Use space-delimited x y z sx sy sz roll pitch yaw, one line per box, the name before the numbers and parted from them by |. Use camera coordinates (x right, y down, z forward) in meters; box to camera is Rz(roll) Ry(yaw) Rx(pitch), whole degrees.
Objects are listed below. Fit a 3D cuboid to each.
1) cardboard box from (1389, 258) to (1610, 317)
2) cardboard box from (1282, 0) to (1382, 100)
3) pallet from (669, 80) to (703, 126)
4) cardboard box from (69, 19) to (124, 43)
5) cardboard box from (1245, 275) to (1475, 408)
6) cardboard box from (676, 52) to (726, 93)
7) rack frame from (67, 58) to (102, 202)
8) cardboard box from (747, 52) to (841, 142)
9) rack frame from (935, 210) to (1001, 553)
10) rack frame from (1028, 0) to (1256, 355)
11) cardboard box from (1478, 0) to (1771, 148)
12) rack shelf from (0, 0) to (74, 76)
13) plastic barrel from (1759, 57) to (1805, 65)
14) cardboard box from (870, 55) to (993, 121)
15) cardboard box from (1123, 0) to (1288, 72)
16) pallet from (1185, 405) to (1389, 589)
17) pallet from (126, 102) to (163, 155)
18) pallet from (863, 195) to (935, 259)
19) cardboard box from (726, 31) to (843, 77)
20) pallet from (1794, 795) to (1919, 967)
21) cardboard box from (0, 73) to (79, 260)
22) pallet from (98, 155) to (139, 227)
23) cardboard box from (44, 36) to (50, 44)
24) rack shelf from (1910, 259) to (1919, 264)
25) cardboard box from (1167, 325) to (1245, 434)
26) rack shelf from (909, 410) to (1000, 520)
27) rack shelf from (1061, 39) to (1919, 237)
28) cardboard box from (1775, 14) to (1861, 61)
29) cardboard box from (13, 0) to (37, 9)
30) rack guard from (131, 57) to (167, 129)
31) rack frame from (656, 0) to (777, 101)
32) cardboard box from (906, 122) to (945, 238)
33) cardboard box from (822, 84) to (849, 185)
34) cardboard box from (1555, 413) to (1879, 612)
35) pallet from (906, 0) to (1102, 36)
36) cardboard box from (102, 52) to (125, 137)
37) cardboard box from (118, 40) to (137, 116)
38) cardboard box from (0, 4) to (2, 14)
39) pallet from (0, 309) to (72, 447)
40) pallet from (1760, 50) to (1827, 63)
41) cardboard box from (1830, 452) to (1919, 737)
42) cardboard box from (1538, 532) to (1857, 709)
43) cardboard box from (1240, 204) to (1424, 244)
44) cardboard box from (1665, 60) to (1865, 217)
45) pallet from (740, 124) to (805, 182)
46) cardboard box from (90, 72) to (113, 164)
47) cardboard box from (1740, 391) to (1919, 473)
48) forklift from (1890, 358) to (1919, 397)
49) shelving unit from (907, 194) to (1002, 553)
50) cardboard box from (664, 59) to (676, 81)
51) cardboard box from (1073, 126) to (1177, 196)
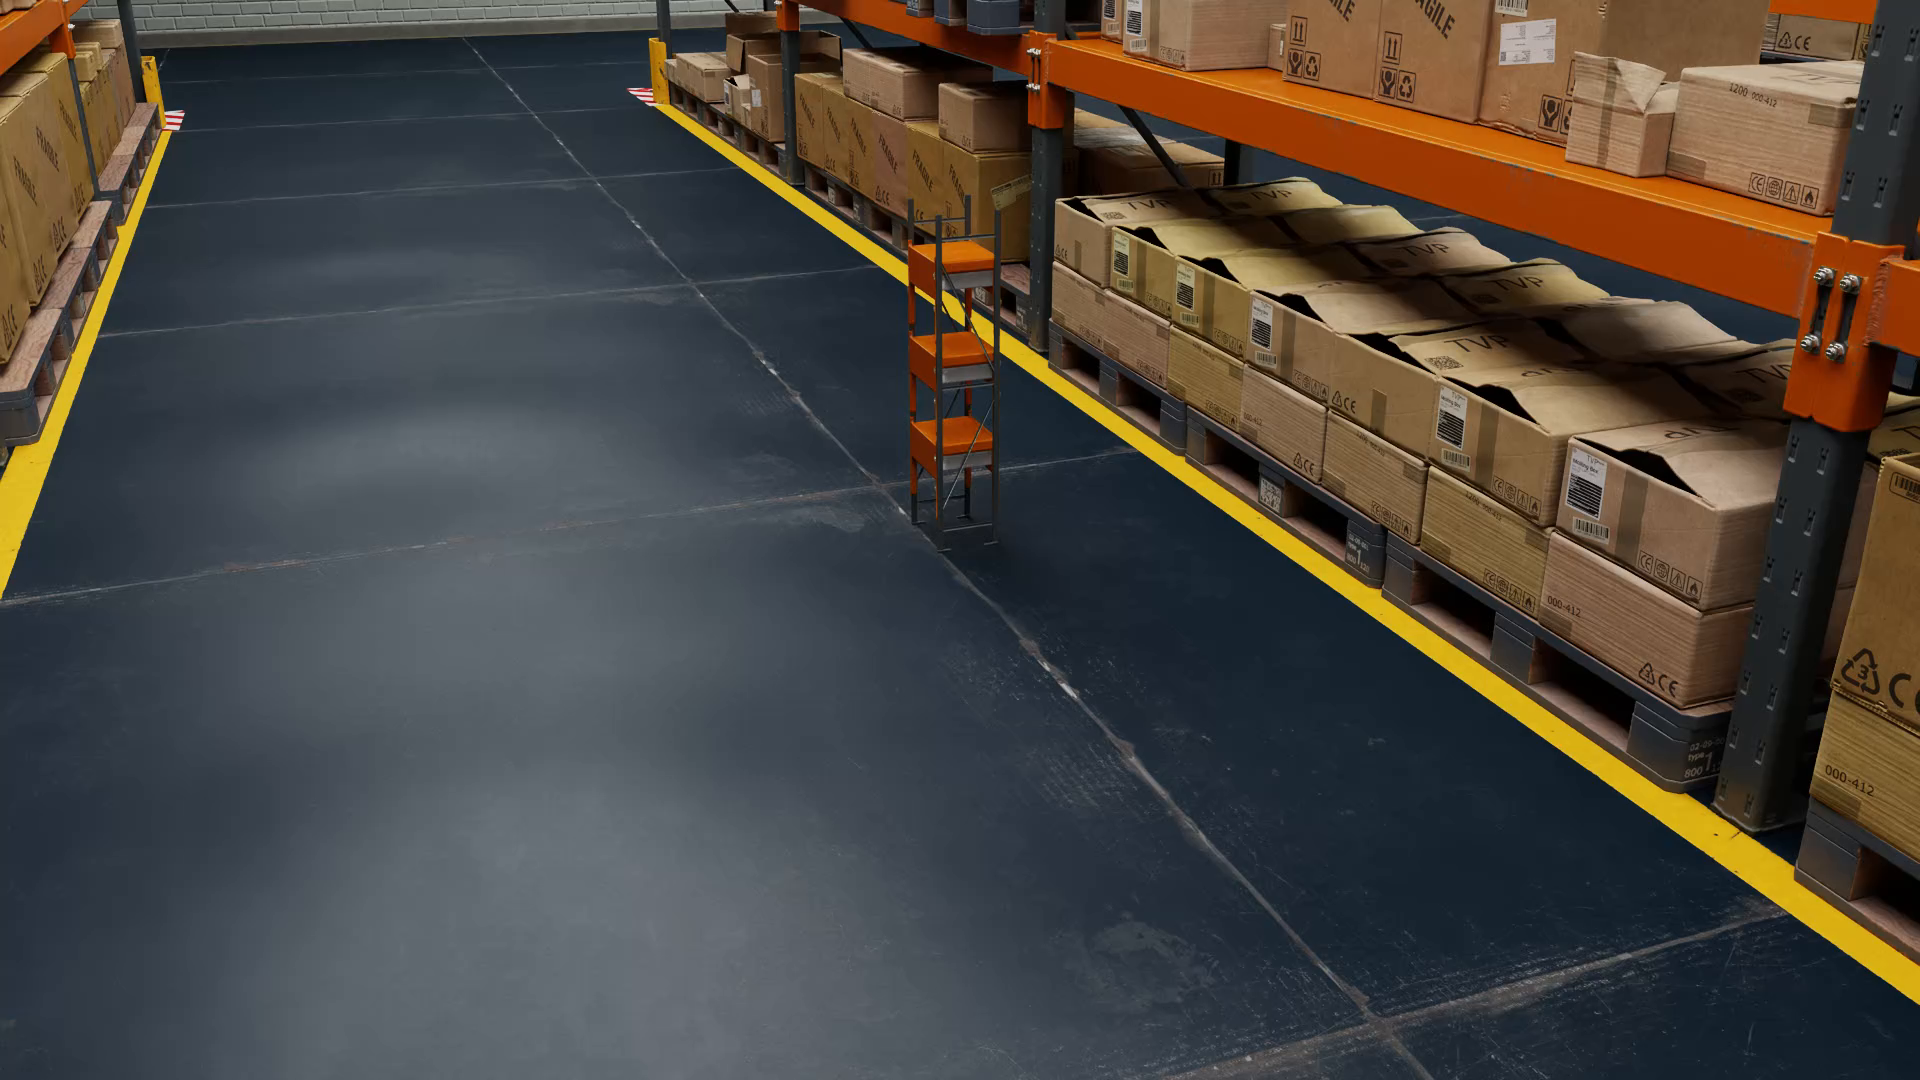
cardboard box | 1.742 -0.741 5.424 0.500 0.311 0.500 -8 24 -18
cardboard box | 1.395 -1.706 5.306 0.500 0.500 0.500 -10 25 -22
pallet | -1.730 -3.571 13.452 1.003 0.211 1.213 -8 24 -19
cardboard box | -6.116 -3.571 11.703 0.380 0.149 0.250 -9 24 -20
cardboard box | 1.250 -0.659 5.229 0.500 0.311 0.500 -9 24 -20
cardboard box | -1.936 -3.691 13.119 0.500 0.250 0.500 -8 24 -19
rack frame | -5.260 -3.039 8.599 1.000 3.000 0.127 -8 24 -19
cardboard box | -1.093 -2.939 11.014 0.500 0.500 0.500 -8 24 -19
rack frame | 0.024 -0.459 4.987 0.200 1.050 0.008 -8 24 -19
rack frame | 0.787 -2.267 6.766 1.000 3.000 0.127 -8 24 -19
cardboard box | 1.757 -1.332 4.420 0.500 0.500 0.500 -7 24 -15
rack shelf | -4.553 -1.981 7.014 1.077 0.370 4.000 -8 24 -19
plastic barrel | 4.834 -2.613 10.152 0.600 0.588 0.708 -8 24 -19
cardboard box | -0.153 -2.362 8.678 0.500 0.250 0.500 -9 24 -20
cardboard box | 0.921 -1.874 5.950 0.500 0.311 0.500 -9 24 -20
pallet | 1.468 -0.235 5.536 1.003 0.211 1.213 -8 24 -19
pallet | -6.317 -2.928 11.925 1.003 0.211 1.213 -8 24 -19
pallet | 0.131 -1.701 9.014 1.003 0.211 1.213 -8 24 -19
cardboard box | -1.295 -3.455 12.232 0.797 0.503 0.637 -8 24 -19
pallet | 2.441 0.766 3.160 1.003 0.211 1.213 -8 24 -19
cardboard box | -4.591 -1.701 7.651 0.750 0.750 0.750 -8 24 -17
pallet | -5.455 -2.041 9.821 1.003 0.211 1.213 -8 24 -19
cardboard box | -6.205 -3.243 10.925 0.380 0.149 0.250 -8 24 -18
rack shelf | 2.906 0.122 1.682 0.919 0.052 3.809 -8 24 -19
cardboard box | 1.064 -0.592 5.792 0.500 0.250 0.500 -9 24 -20
rack shelf | -0.019 -0.237 5.204 0.215 0.259 0.240 -8 24 -19
rack shelf | 1.493 -1.299 5.144 0.919 0.124 3.809 -8 24 -19
cardboard box | 8.166 -4.870 15.138 0.875 0.875 0.875 -8 24 -19
cardboard box | -4.566 -2.572 7.788 0.380 0.149 0.250 -8 24 -19
rack guard | -6.681 -3.350 12.553 1.175 0.500 0.348 -8 24 -19
rack frame | -2.040 -5.174 13.663 1.000 3.000 0.127 -8 24 -19
cardboard box | 0.054 -1.813 8.342 0.500 0.500 0.500 -9 25 -21
cardboard box | -0.485 -2.370 9.662 0.500 0.500 0.500 -8 24 -18
cardboard box | 1.788 -0.106 3.917 0.500 0.311 0.500 -8 24 -19
pallet | 0.481 -2.415 7.365 1.213 0.211 1.003 -8 24 -19
cardboard box | -5.977 -2.929 11.015 0.700 0.500 0.500 -9 25 -21
cardboard box | -6.332 -3.294 11.880 0.700 0.500 0.500 -8 24 -19
cardboard box | -4.467 -2.381 7.335 0.380 0.149 0.250 -9 24 -20
pallet | -4.054 -0.598 6.396 1.003 0.211 1.213 -8 24 -19
pallet | 8.012 -4.524 15.712 1.003 0.211 1.213 -8 24 -19
cardboard box | 2.070 0.126 3.123 0.500 0.500 0.500 -8 24 -19
cardboard box | 1.782 0.149 4.034 0.500 0.250 0.500 -9 24 -20
cardboard box | 1.392 -1.107 6.293 0.500 0.311 0.500 -9 24 -20
cardboard box | 1.985 -0.917 3.757 0.500 0.250 0.500 -7 24 -16
pallet | -0.868 -2.685 11.349 1.003 0.211 1.213 -8 24 -19
cardboard box | -5.602 -2.550 10.115 0.700 0.500 0.500 -9 24 -20
cardboard box | 2.287 -0.183 4.099 0.500 0.311 0.500 -8 24 -19
forklift | 3.434 -1.278 4.508 1.130 2.935 3.031 -7 24 -16
shelving unit | -0.019 -0.503 5.092 0.215 1.050 0.252 -8 24 -19
cardboard box | -2.213 -3.863 13.658 0.380 0.149 0.250 -8 24 -19
cardboard box | 0.703 -1.712 8.101 0.500 0.500 0.500 -9 25 -21
